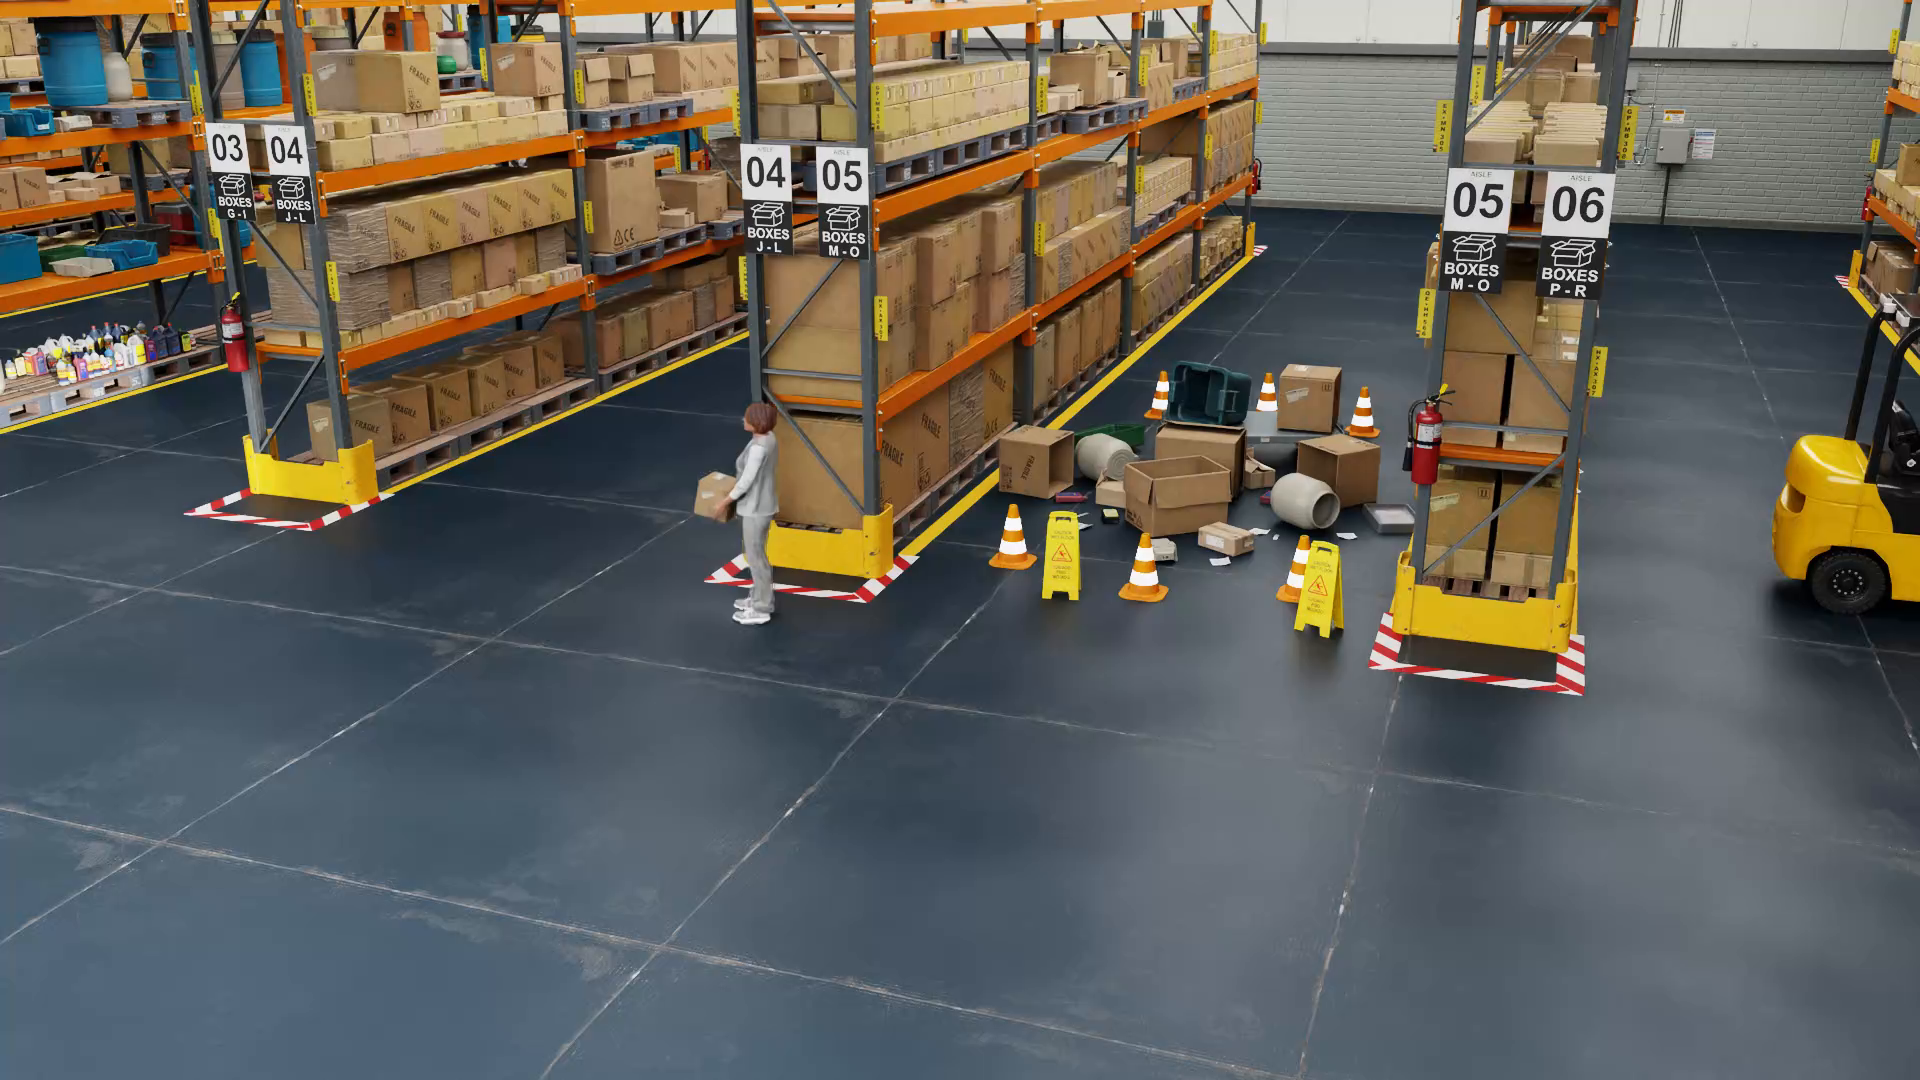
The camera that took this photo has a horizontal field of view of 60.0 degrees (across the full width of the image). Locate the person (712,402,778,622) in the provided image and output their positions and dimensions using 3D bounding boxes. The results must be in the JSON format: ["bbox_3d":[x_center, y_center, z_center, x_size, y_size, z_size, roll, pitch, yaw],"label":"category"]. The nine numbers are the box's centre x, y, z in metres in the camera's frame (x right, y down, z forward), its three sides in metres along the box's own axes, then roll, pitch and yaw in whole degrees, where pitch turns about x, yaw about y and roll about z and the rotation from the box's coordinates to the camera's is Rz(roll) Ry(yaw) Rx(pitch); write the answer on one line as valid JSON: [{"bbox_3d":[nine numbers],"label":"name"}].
[{"bbox_3d":[-1.486,-0.200,11.652,0.461,1.601,0.460,1,19,4],"label":"person"}]
